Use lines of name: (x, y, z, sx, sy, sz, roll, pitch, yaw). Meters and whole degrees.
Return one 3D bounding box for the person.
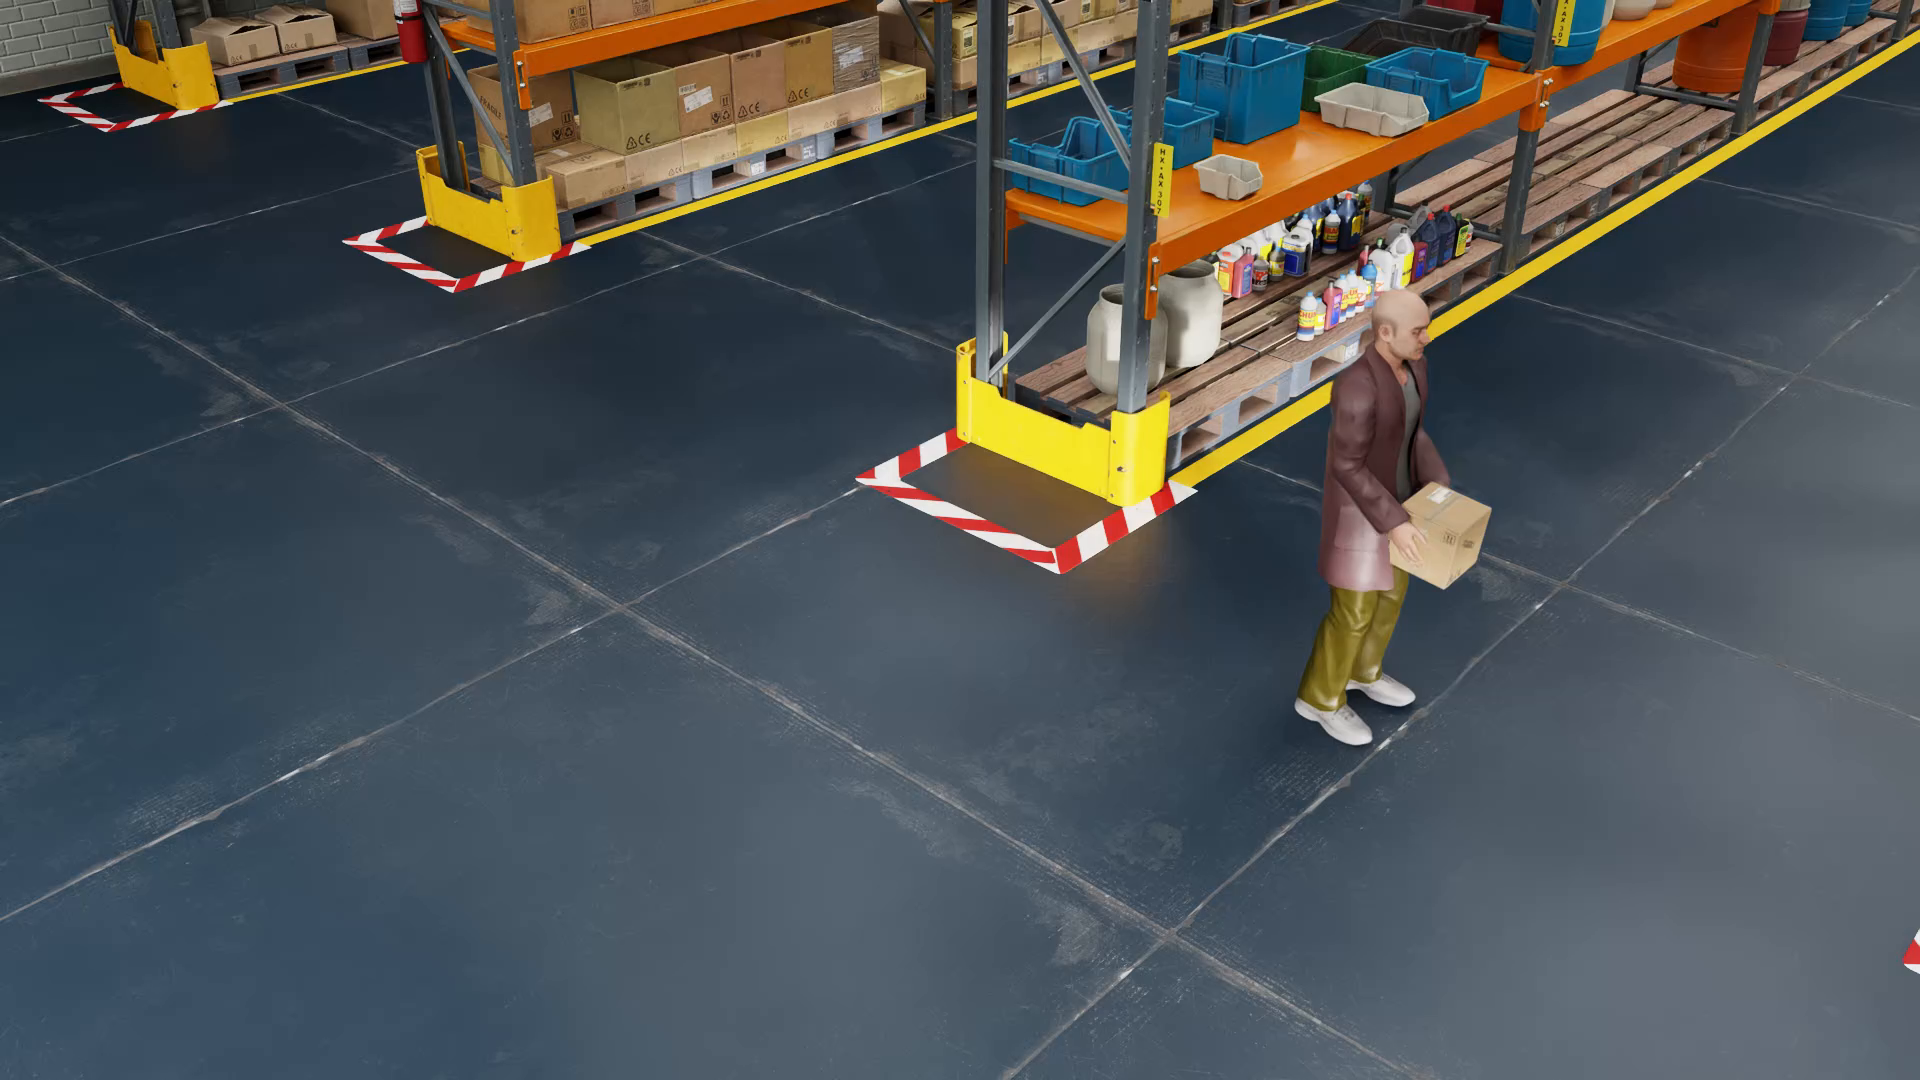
person: (1.611, -0.087, 6.285, 0.479, 1.782, 0.572, 24, 39, 35)
